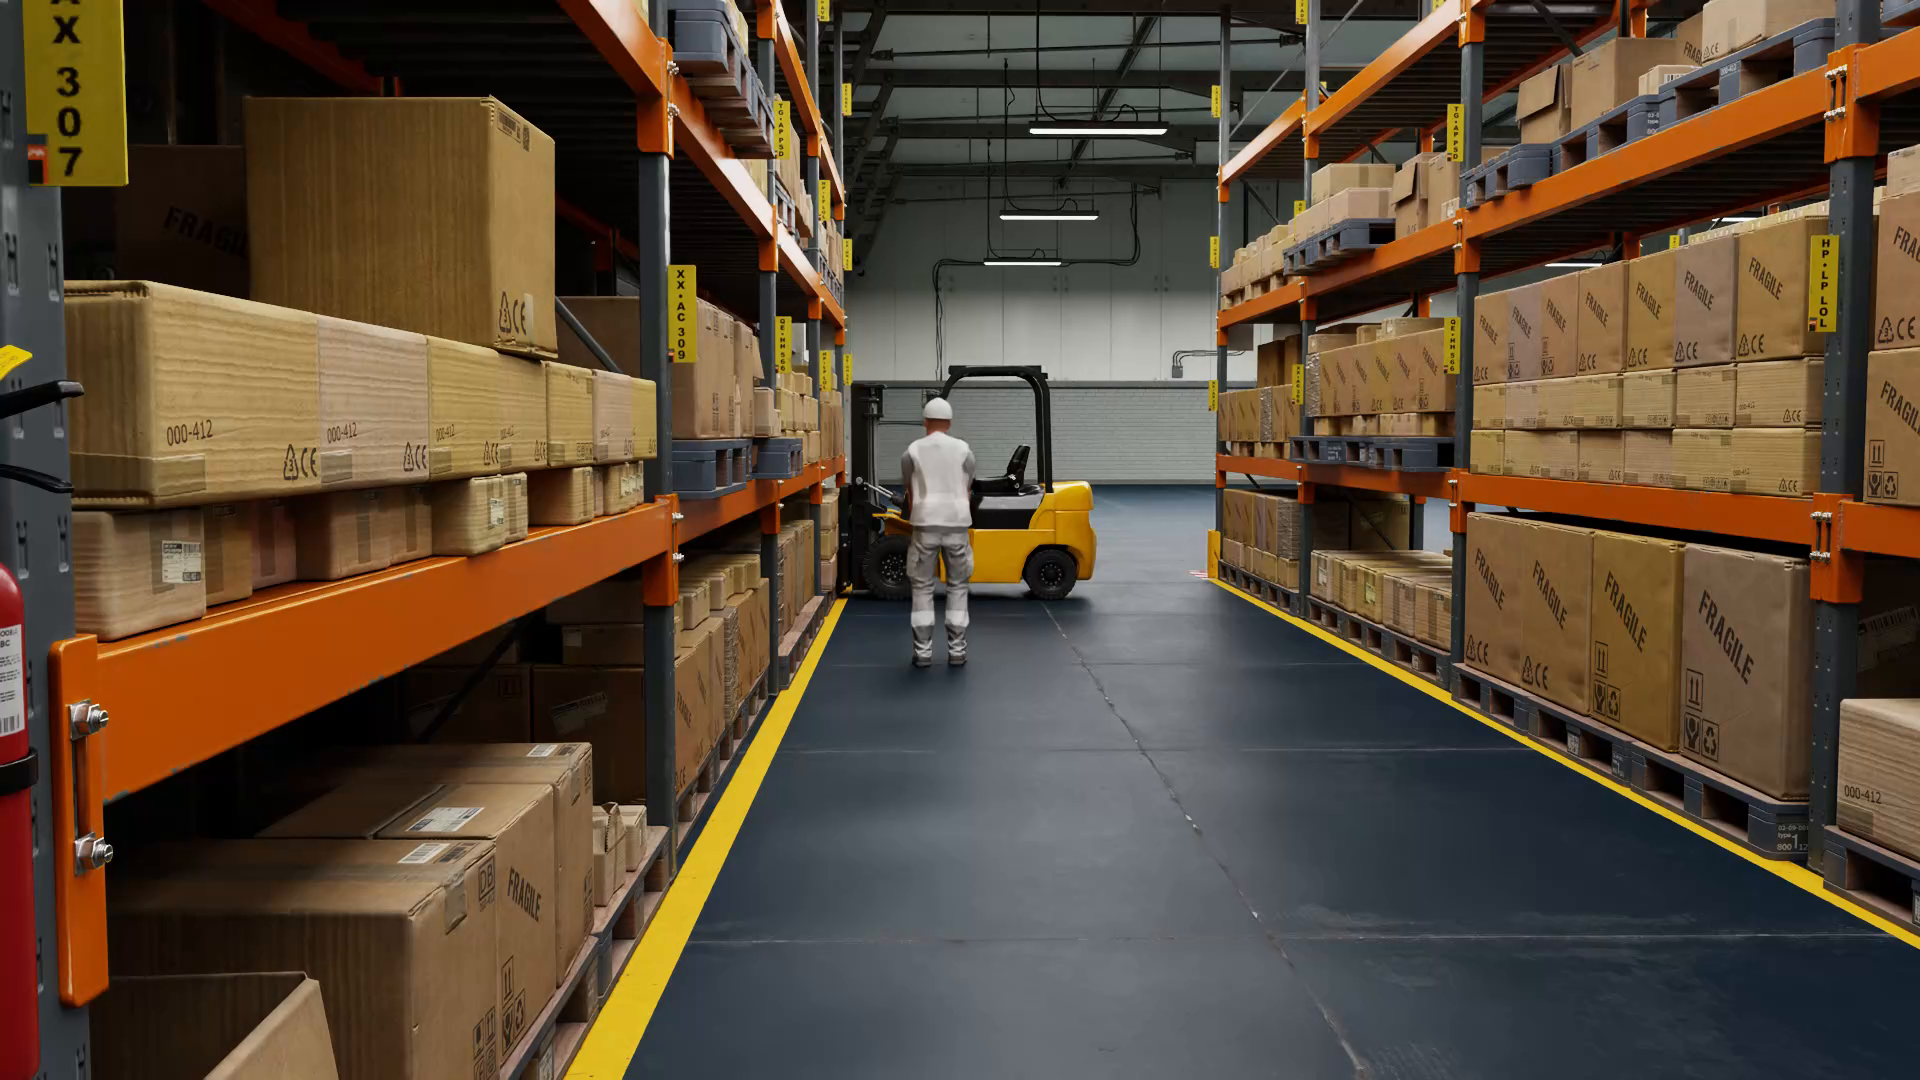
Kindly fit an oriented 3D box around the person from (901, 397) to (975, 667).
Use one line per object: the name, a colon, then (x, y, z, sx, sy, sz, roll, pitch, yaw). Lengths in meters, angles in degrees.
person: (-0.145, -0.062, 11.058, 0.491, 1.773, 0.576, 0, 4, -2)
